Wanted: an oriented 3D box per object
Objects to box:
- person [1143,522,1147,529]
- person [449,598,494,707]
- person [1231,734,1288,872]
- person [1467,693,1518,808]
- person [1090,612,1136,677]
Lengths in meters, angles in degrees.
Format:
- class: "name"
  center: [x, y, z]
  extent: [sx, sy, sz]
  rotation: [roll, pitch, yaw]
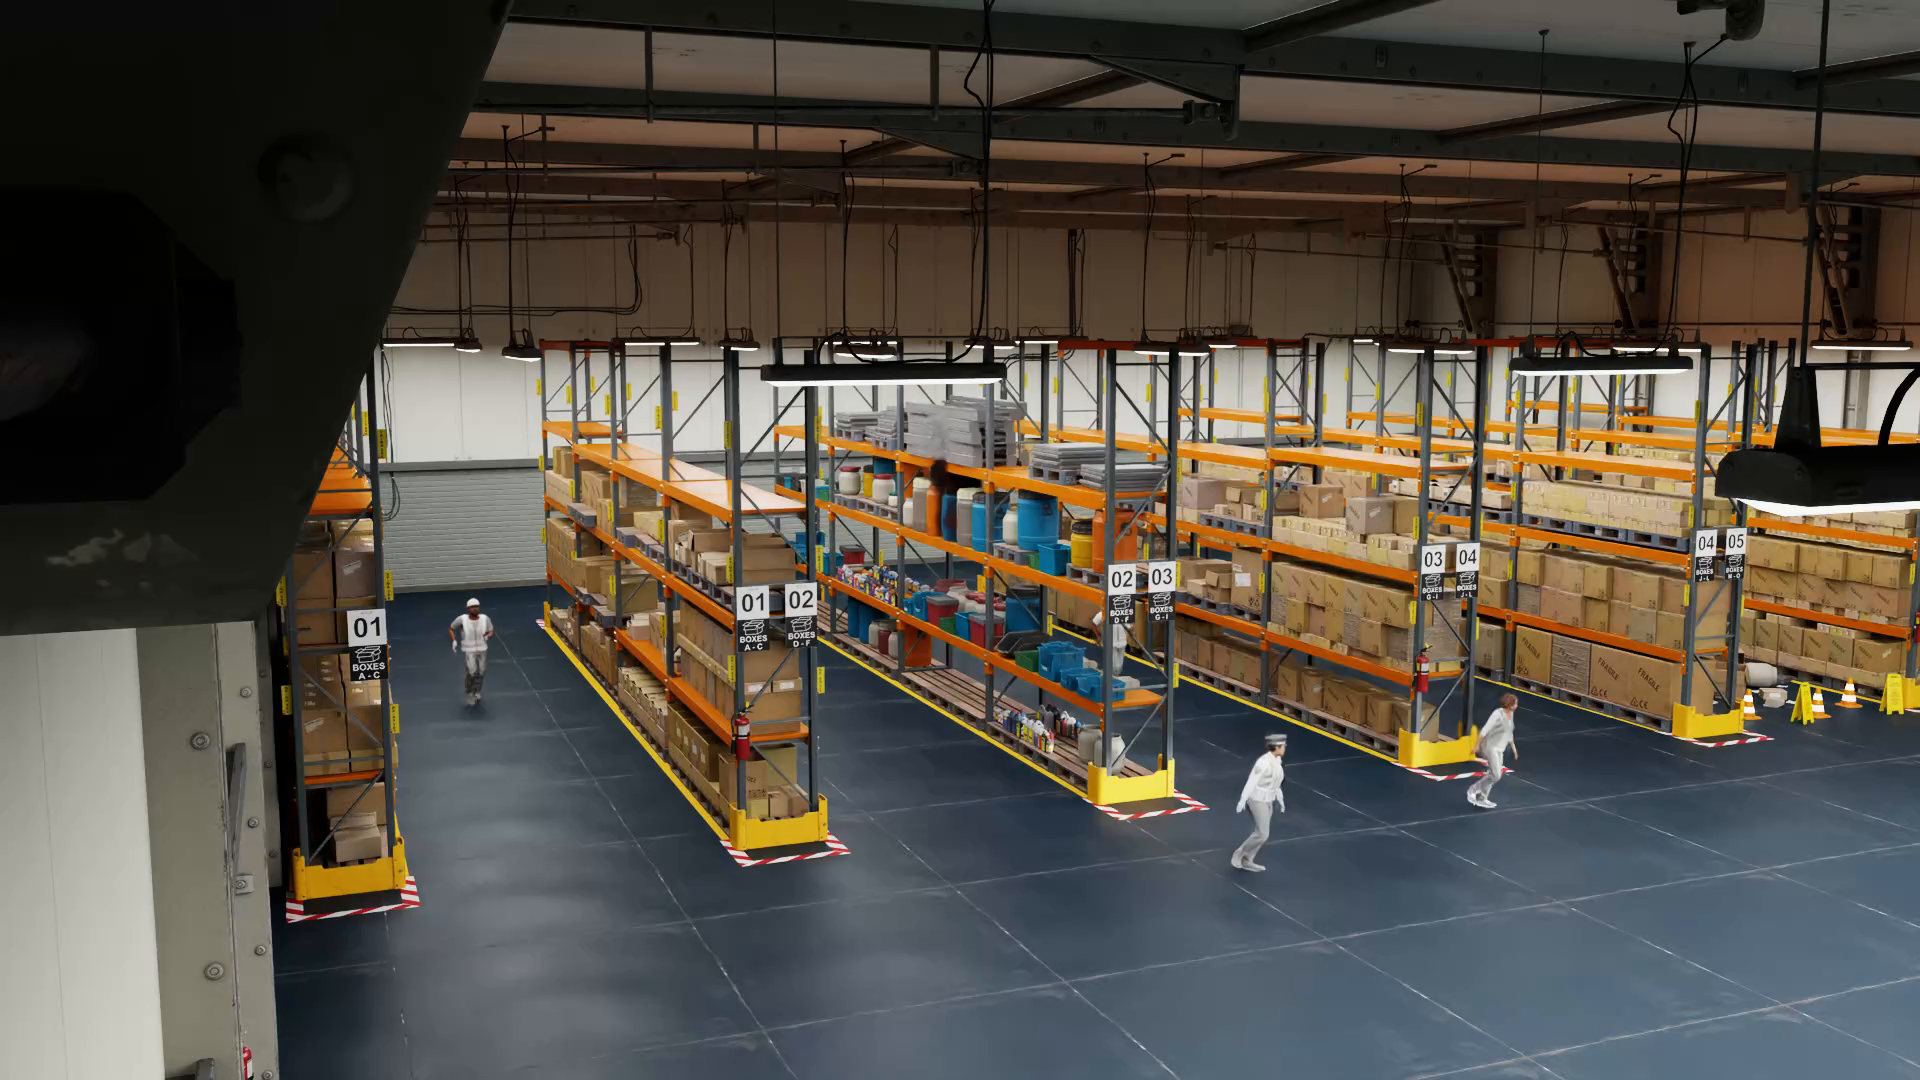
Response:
- class: "person"
  center: [4.371, 0.427, 39.123]
  extent: [0.593, 1.717, 0.728]
  rotation: [-2, 8, -12]
- class: "person"
  center: [-8.062, 1.866, 27.605]
  extent: [0.677, 1.792, 0.711]
  rotation: [-5, 9, -31]
- class: "person"
  center: [3.480, 3.041, 19.246]
  extent: [0.545, 1.629, 0.633]
  rotation: [5, 9, 32]
- class: "person"
  center: [6.970, 2.750, 21.748]
  extent: [0.542, 1.553, 0.558]
  rotation: [7, 10, 42]
- class: "person"
  center: [2.653, 1.807, 28.199]
  extent: [0.687, 1.754, 0.690]
  rotation: [-3, 8, -22]
